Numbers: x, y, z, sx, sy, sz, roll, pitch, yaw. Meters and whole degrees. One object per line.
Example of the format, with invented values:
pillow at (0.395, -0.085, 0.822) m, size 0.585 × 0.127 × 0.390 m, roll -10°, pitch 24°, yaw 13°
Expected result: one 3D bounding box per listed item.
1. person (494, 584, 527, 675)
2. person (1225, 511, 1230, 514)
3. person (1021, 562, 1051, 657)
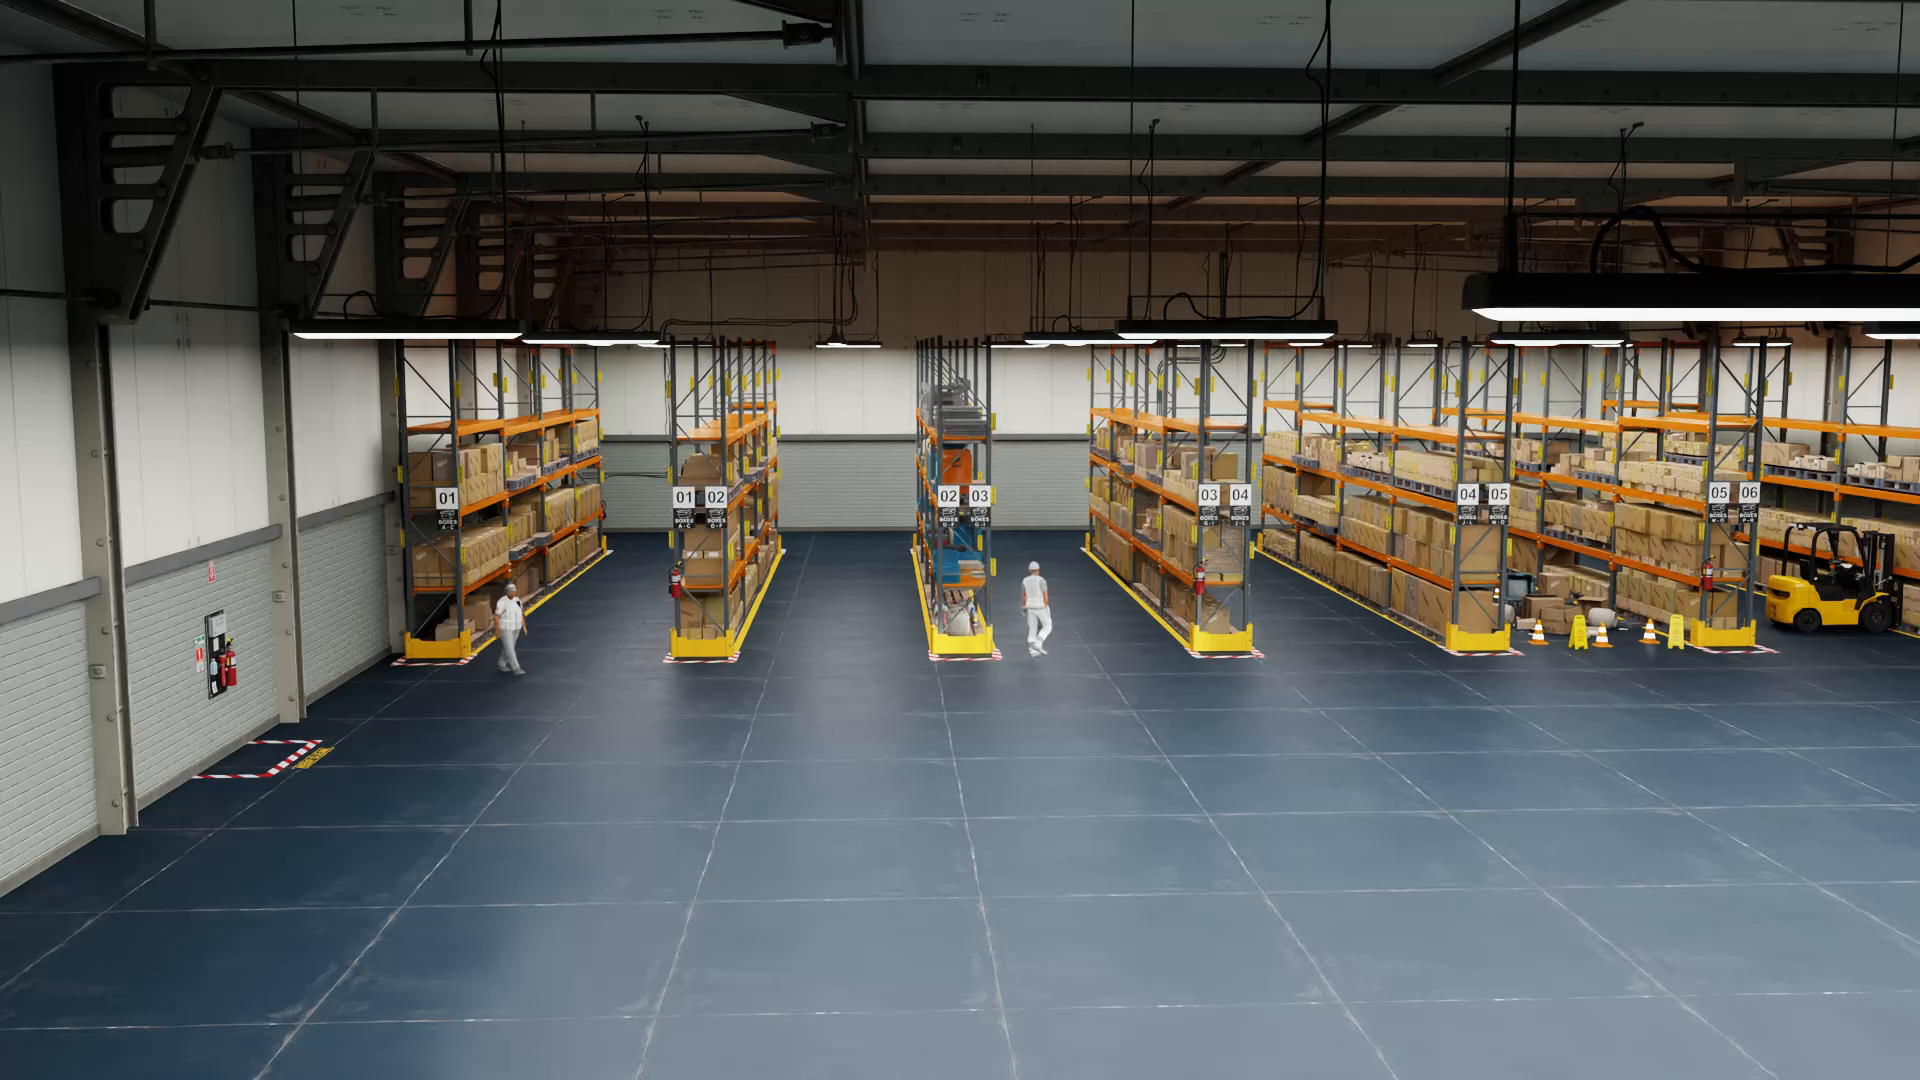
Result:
person at (-7.905, 1.568, 29.377) m, size 1.009 × 1.604 × 0.534 m, roll 4°, pitch 8°, yaw 33°
person at (7.638, -0.529, 47.814) m, size 0.511 × 1.606 × 1.072 m, roll 1°, pitch 7°, yaw 9°
person at (1.399, 1.297, 31.196) m, size 0.688 × 1.770 × 0.479 m, roll 5°, pitch 8°, yaw 39°
